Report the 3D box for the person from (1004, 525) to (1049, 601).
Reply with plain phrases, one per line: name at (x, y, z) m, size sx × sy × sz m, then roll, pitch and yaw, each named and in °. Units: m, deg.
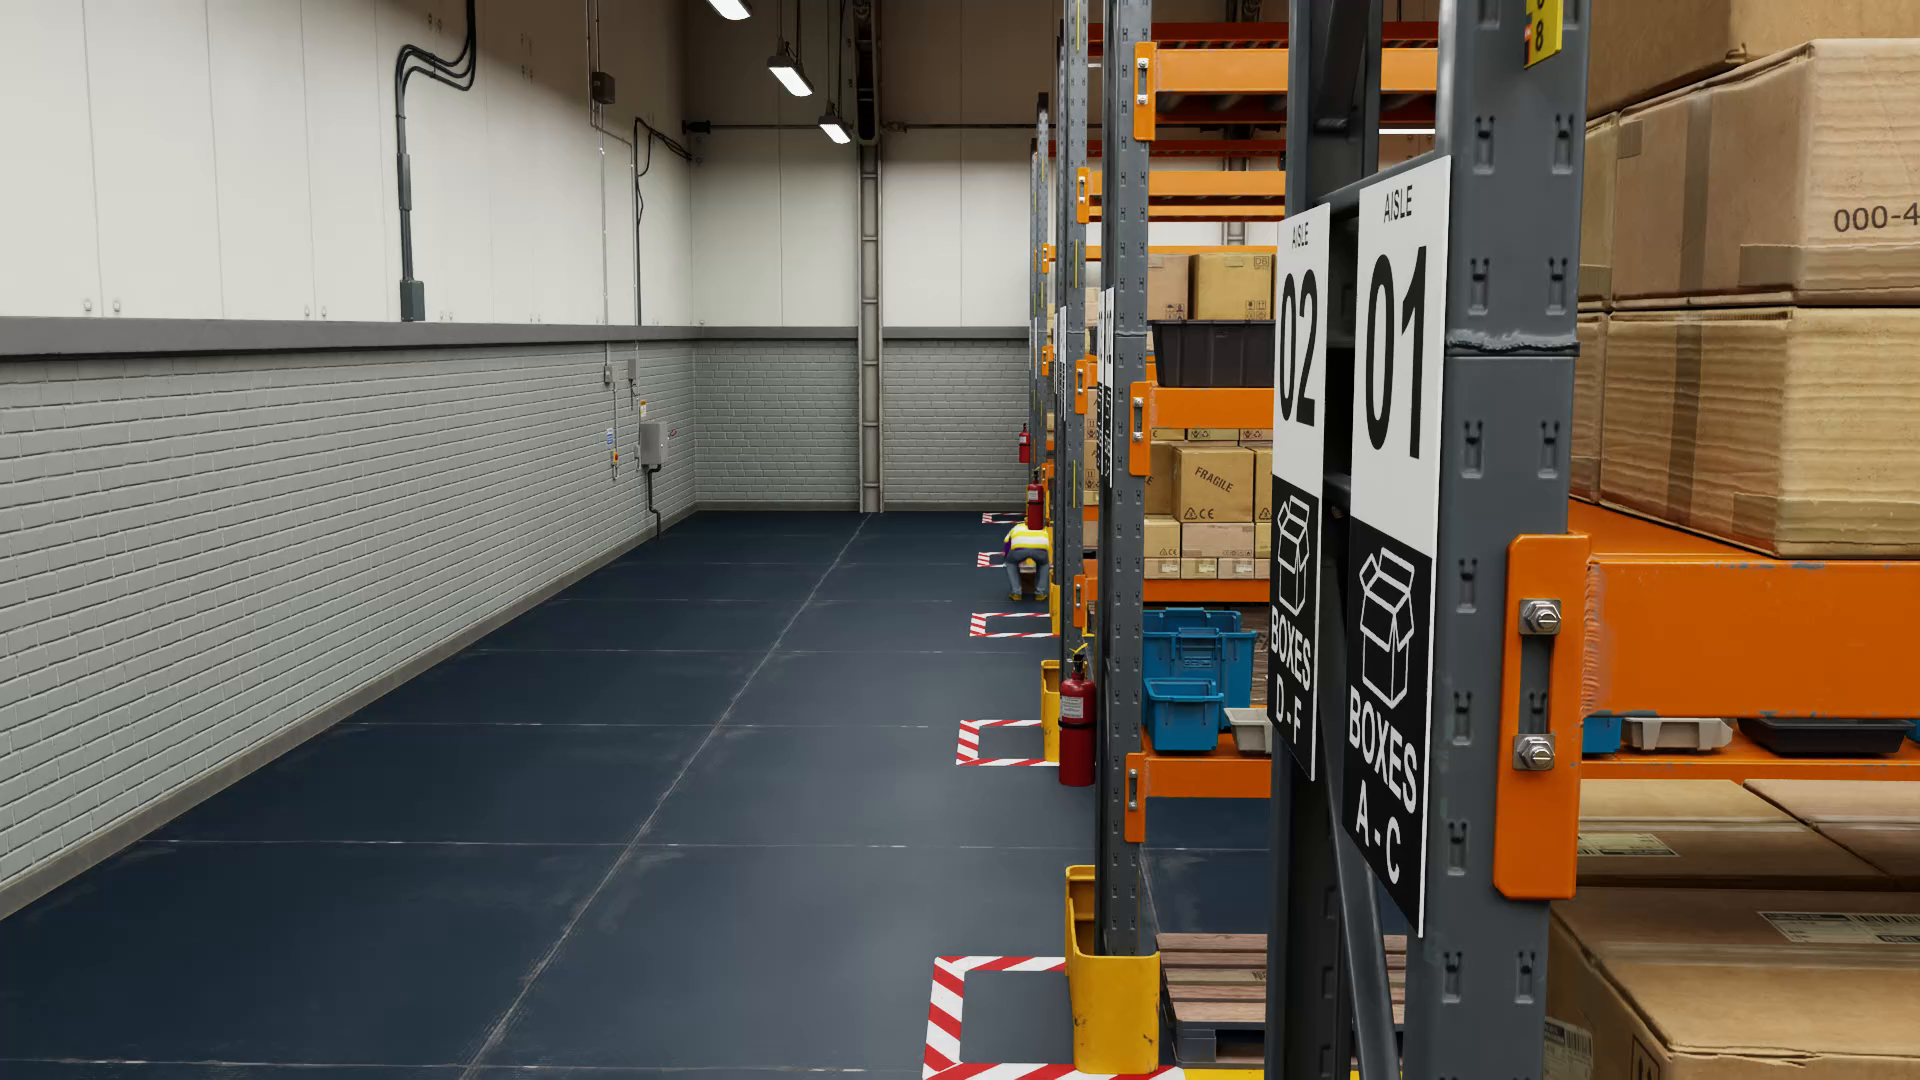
person at (0.765, 0.242, 19.018) m, size 0.517 × 0.862 × 0.980 m, roll 0°, pitch 7°, yaw -1°
